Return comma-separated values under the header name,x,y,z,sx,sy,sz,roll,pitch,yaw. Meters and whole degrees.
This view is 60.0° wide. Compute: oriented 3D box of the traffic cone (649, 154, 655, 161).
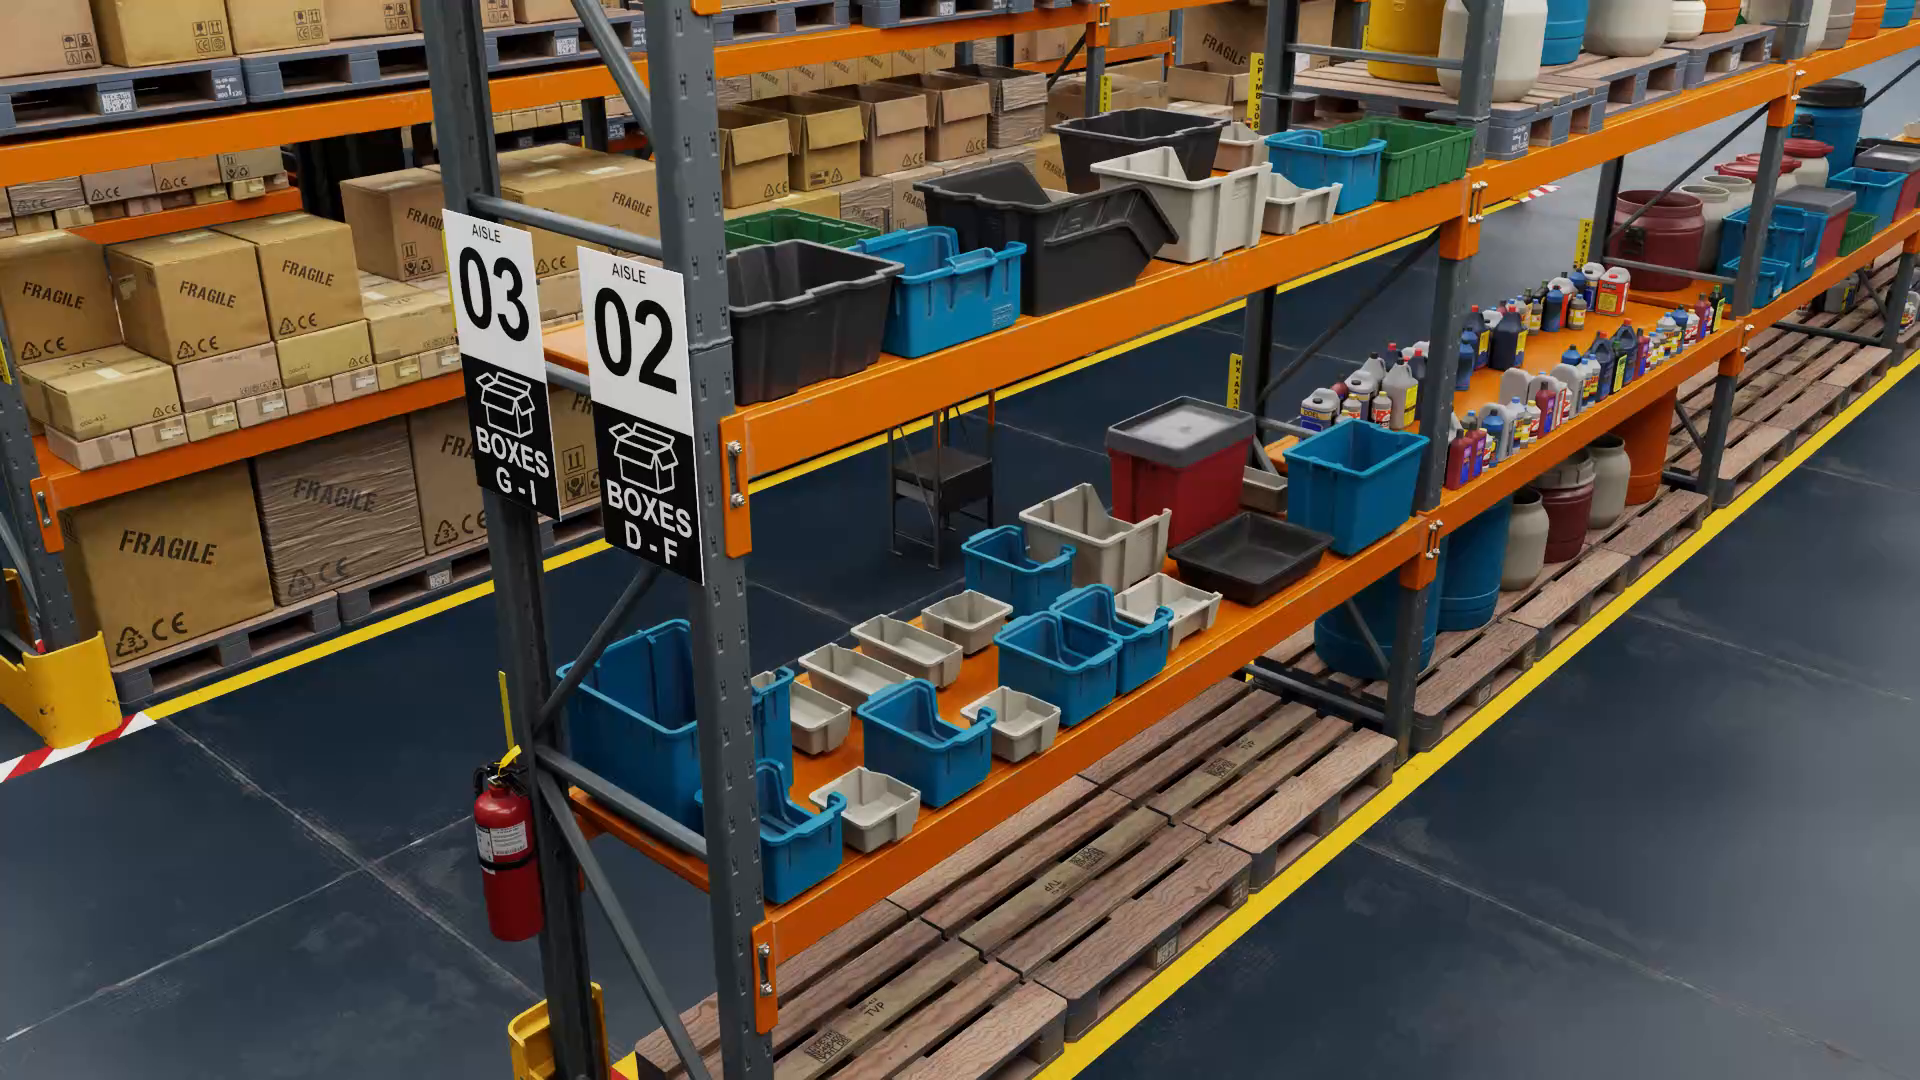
name,x,y,z,sx,sy,sz,roll,pitch,yaw
traffic cone,-3.799,-5.014,20.867,0.336,0.463,0.334,20,31,38

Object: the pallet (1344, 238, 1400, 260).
name,x,y,z,sx,sy,sz,roll,pitch,yaw
pallet,3.788,-3.168,17.057,1.003,0.211,1.213,20,31,38

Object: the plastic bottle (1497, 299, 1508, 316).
name,x,y,z,sx,sy,sz,roll,pitch,yaw
plastic bottle,3.050,-1.218,9.443,0.061,0.283,0.133,20,31,38

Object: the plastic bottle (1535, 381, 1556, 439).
name,x,y,z,sx,sy,sz,roll,pitch,yaw
plastic bottle,2.870,-0.649,8.173,0.061,0.283,0.133,20,31,38

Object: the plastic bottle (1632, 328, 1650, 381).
name,x,y,z,sx,sy,sz,roll,pitch,yaw
plastic bottle,3.670,-1.013,8.987,0.061,0.283,0.133,20,31,38

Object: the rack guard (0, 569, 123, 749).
name,x,y,z,sx,sy,sz,roll,pitch,yaw
rack guard,-4.659,0.578,8.349,1.175,0.500,0.348,20,31,38

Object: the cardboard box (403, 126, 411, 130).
name,x,y,z,sx,sy,sz,roll,pitch,yaw
cardboard box,-4.651,-3.539,13.907,0.380,0.149,0.250,21,32,39

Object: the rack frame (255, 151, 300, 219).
name,x,y,z,sx,sy,sz,roll,pitch,yaw
rack frame,-5.600,-3.173,13.662,1.000,3.000,0.127,20,31,38

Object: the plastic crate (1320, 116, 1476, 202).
name,x,y,z,sx,sy,sz,roll,pitch,yaw
plastic crate,1.657,-1.496,6.514,0.450,0.188,0.662,20,31,38

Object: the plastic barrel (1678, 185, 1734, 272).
name,x,y,z,sx,sy,sz,roll,pitch,yaw
plastic barrel,4.912,-2.077,11.080,0.421,0.512,0.421,0,24,0

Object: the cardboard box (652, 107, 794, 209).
name,x,y,z,sx,sy,sz,roll,pitch,yaw
cardboard box,-1.553,-2.489,10.786,0.797,0.503,0.637,19,30,36

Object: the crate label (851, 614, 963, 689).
name,x,y,z,sx,sy,sz,roll,pitch,yaw
crate label,-0.173,0.402,5.936,0.396,0.136,0.243,20,31,38

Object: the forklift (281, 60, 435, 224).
name,x,y,z,sx,sy,sz,roll,pitch,yaw
forklift,-3.845,-2.370,11.953,1.130,2.935,3.031,20,31,37

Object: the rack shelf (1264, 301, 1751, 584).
name,x,y,z,sx,sy,sz,roll,pitch,yaw
rack shelf,3.050,-0.717,9.062,1.077,0.370,4.000,20,31,38

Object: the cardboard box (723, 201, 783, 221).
name,x,y,z,sx,sy,sz,roll,pitch,yaw
cardboard box,-1.480,-1.906,10.712,0.500,0.500,0.500,20,31,38

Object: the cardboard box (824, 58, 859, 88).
name,x,y,z,sx,sy,sz,roll,pitch,yaw
cardboard box,-1.421,-4.961,17.527,0.500,0.500,0.500,20,31,37

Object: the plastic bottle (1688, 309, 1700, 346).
name,x,y,z,sx,sy,sz,roll,pitch,yaw
plastic bottle,4.188,-1.224,9.556,0.097,0.201,0.097,0,24,0

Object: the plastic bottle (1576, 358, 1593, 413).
name,x,y,z,sx,sy,sz,roll,pitch,yaw
plastic bottle,3.178,-0.795,8.514,0.097,0.271,0.097,0,24,0

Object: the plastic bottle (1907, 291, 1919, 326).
name,x,y,z,sx,sy,sz,roll,pitch,yaw
plastic bottle,7.789,-1.915,13.645,0.152,0.276,0.135,22,32,39

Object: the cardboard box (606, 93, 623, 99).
name,x,y,z,sx,sy,sz,roll,pitch,yaw
cardboard box,-3.271,-4.167,15.308,0.380,0.149,0.250,21,32,39

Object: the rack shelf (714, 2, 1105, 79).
name,x,y,z,sx,sy,sz,roll,pitch,yaw
rack shelf,-0.639,-3.438,11.465,1.077,0.370,4.000,20,31,38

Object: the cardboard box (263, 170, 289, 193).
name,x,y,z,sx,sy,sz,roll,pitch,yaw
cardboard box,-5.616,-2.908,13.376,0.380,0.149,0.250,20,31,37

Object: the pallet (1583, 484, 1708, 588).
name,x,y,z,sx,sy,sz,roll,pitch,yaw
pallet,3.890,-0.131,10.283,1.003,0.211,1.213,20,31,38

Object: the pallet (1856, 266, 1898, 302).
name,x,y,z,sx,sy,sz,roll,pitch,yaw
pallet,8.348,-2.168,14.826,1.003,0.211,1.213,20,31,38

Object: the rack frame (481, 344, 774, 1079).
name,x,y,z,sx,sy,sz,roll,pitch,yaw
rack frame,-0.955,0.783,4.838,1.000,3.000,0.127,20,31,38

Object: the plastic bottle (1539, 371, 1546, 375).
name,x,y,z,sx,sy,sz,roll,pitch,yaw
plastic bottle,2.975,-0.763,8.529,0.097,0.201,0.097,0,24,0

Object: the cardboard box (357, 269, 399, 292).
name,x,y,z,sx,sy,sz,roll,pitch,yaw
cardboard box,-3.494,-1.326,9.362,0.500,0.250,0.500,20,31,38

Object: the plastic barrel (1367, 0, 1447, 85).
name,x,y,z,sx,sy,sz,roll,pitch,yaw
plastic barrel,2.173,-2.416,7.562,0.600,0.588,0.600,0,24,0

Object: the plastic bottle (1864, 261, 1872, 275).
name,x,y,z,sx,sy,sz,roll,pitch,yaw
plastic bottle,8.213,-2.517,15.080,0.097,0.201,0.097,0,24,0

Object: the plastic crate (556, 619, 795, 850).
name,x,y,z,sx,sy,sz,roll,pitch,yaw
plastic crate,-0.870,0.586,5.160,0.616,0.435,0.499,20,31,38

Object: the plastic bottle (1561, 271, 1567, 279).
name,x,y,z,sx,sy,sz,roll,pitch,yaw
plastic bottle,3.602,-1.470,10.005,0.061,0.283,0.133,20,31,38

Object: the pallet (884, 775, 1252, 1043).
name,x,y,z,sx,sy,sz,roll,pitch,yaw
pallet,0.439,1.444,6.770,1.003,0.211,1.213,20,31,38

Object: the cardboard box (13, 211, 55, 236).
name,x,y,z,sx,sy,sz,roll,pitch,yaw
cardboard box,-6.806,-2.339,12.106,0.380,0.149,0.250,22,32,39

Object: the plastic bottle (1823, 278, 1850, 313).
name,x,y,z,sx,sy,sz,roll,pitch,yaw
plastic bottle,7.377,-2.101,13.969,0.144,0.351,0.185,20,31,38

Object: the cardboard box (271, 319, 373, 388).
name,x,y,z,sx,sy,sz,roll,pitch,yaw
cardboard box,-3.442,-1.022,8.682,0.500,0.250,0.500,19,30,36

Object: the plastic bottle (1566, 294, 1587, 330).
name,x,y,z,sx,sy,sz,roll,pitch,yaw
plastic bottle,3.652,-1.351,9.840,0.097,0.201,0.097,0,24,0

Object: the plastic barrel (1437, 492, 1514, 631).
name,x,y,z,sx,sy,sz,roll,pitch,yaw
plastic barrel,2.563,-0.047,8.740,0.600,0.901,0.708,20,31,38

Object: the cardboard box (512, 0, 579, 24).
name,x,y,z,sx,sy,sz,roll,pitch,yaw
cardboard box,-2.451,-3.185,9.263,0.700,0.500,0.500,18,30,35

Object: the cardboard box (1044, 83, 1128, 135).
name,x,y,z,sx,sy,sz,roll,pitch,yaw
cardboard box,1.027,-3.420,13.575,0.500,0.500,0.500,16,29,31

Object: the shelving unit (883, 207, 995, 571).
name,x,y,z,sx,sy,sz,roll,pitch,yaw
shelving unit,-0.110,-0.908,9.708,0.431,2.100,0.503,20,31,38

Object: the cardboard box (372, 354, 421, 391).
name,x,y,z,sx,sy,sz,roll,pitch,yaw
cardboard box,-3.135,-0.942,8.992,0.380,0.149,0.250,19,30,36

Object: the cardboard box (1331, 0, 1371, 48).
name,x,y,z,sx,sy,sz,roll,pitch,yaw
cardboard box,3.856,-4.931,15.873,0.500,0.500,0.500,20,31,38

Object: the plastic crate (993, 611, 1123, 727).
name,x,y,z,sx,sy,sz,roll,pitch,yaw
plastic crate,0.334,0.445,5.722,0.416,0.233,0.300,20,31,38

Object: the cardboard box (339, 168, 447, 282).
name,x,y,z,sx,sy,sz,roll,pitch,yaw
cardboard box,-3.162,-1.814,9.533,0.500,0.500,0.500,19,30,36

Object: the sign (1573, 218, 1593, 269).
name,x,y,z,sx,sy,sz,roll,pitch,yaw
sign,3.970,-1.877,10.571,0.100,0.325,0.005,20,31,38

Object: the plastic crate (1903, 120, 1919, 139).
name,x,y,z,sx,sy,sz,roll,pitch,yaw
plastic crate,8.887,-3.787,15.352,0.298,0.136,0.250,20,31,38

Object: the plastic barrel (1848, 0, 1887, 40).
name,x,y,z,sx,sy,sz,roll,pitch,yaw
plastic barrel,5.531,-3.610,10.443,0.600,0.830,0.708,20,31,38

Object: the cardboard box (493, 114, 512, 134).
name,x,y,z,sx,sy,sz,roll,pitch,yaw
cardboard box,-4.127,-3.644,14.505,0.380,0.149,0.250,19,31,37

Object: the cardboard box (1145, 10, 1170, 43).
name,x,y,z,sx,sy,sz,roll,pitch,yaw
cardboard box,2.195,-6.773,21.505,0.875,0.550,0.550,20,31,38

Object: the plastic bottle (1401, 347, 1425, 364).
name,x,y,z,sx,sy,sz,roll,pitch,yaw
plastic bottle,2.318,-0.853,8.637,0.152,0.276,0.135,20,31,38

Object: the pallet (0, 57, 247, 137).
name,x,y,z,sx,sy,sz,roll,pitch,yaw
pallet,-4.156,-2.127,7.769,1.003,0.211,1.213,20,31,38

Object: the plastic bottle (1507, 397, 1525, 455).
name,x,y,z,sx,sy,sz,roll,pitch,yaw
plastic bottle,2.650,-0.554,7.976,0.097,0.271,0.097,0,24,0

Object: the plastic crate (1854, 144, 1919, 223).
name,x,y,z,sx,sy,sz,roll,pitch,yaw
plastic crate,6.959,-2.671,12.464,0.402,0.464,0.583,20,31,38
